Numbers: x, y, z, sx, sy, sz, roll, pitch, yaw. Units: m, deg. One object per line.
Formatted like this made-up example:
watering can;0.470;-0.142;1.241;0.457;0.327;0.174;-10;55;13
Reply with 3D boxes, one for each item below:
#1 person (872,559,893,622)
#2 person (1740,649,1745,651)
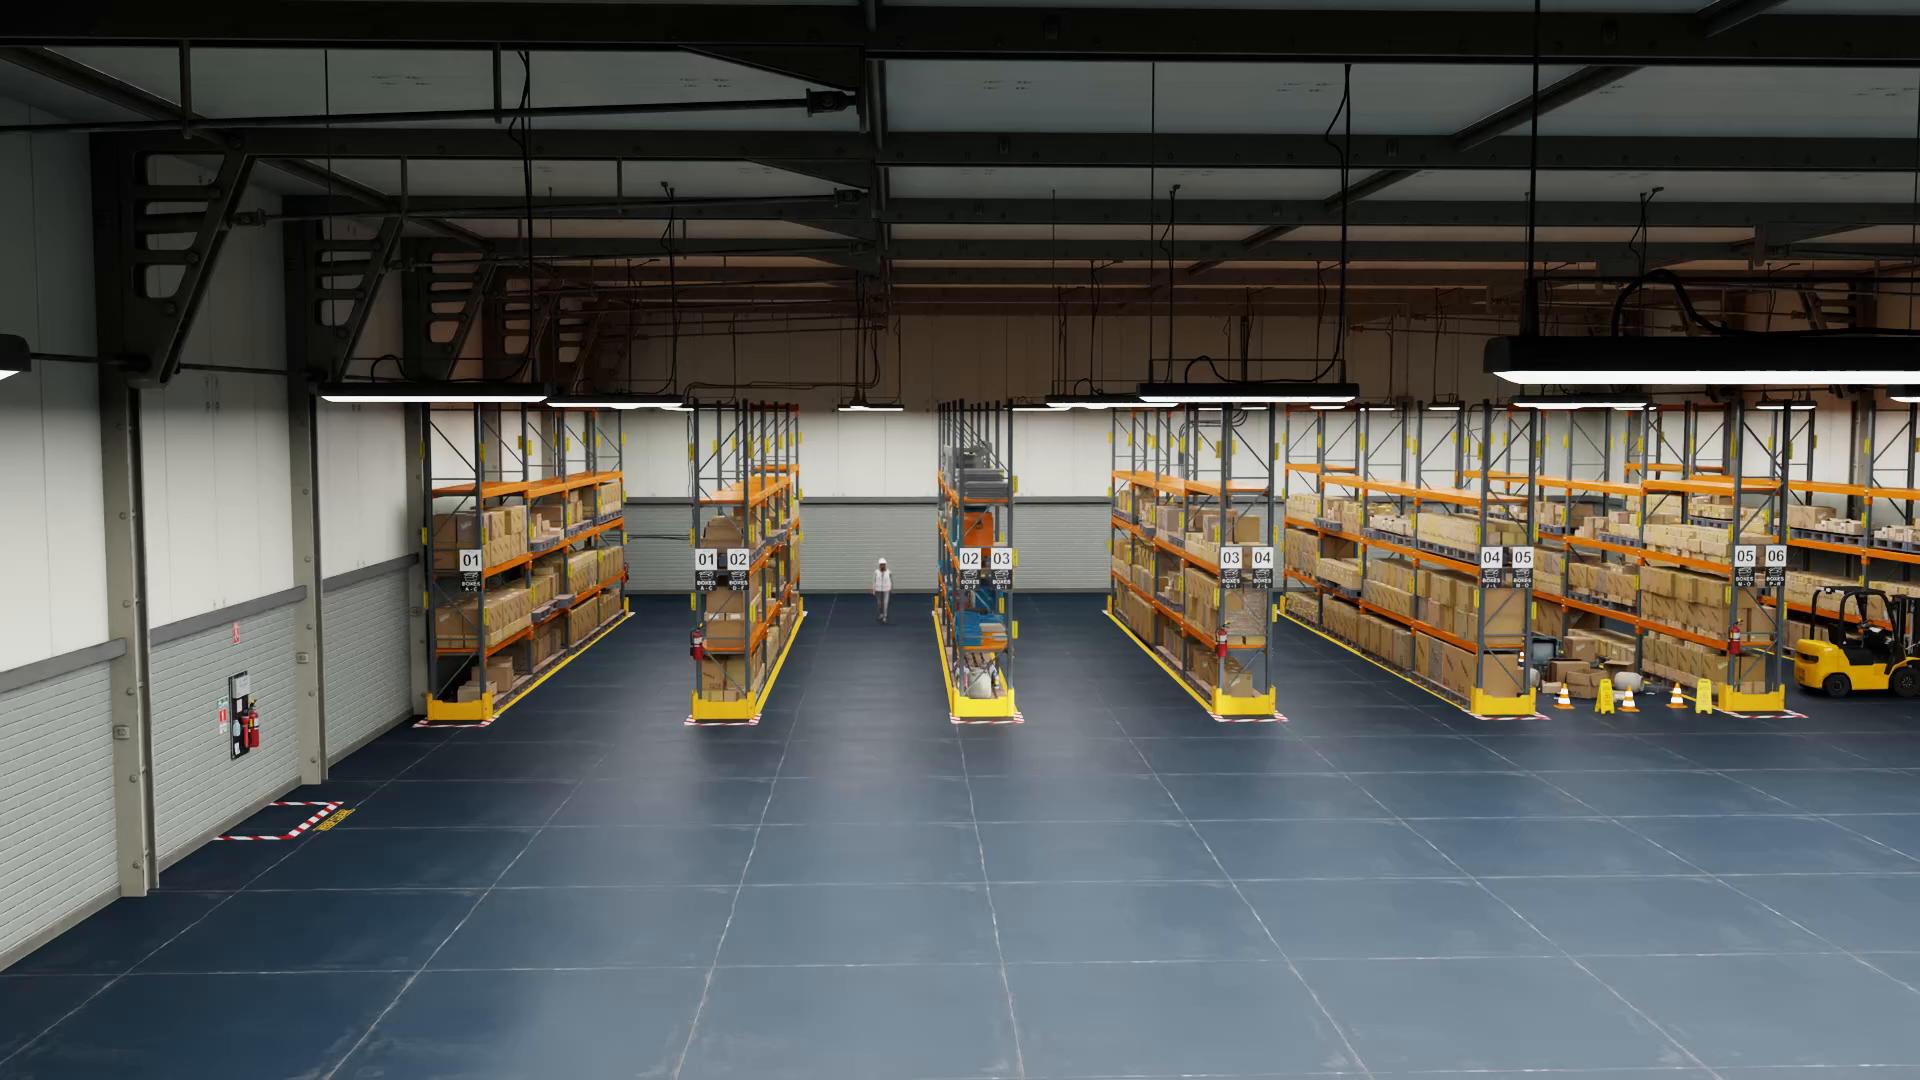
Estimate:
person;-2.139;1.370;45.792;0.567;1.712;1.069;0;4;1
person;18.384;1.916;39.322;0.474;1.710;0.520;-1;5;-19
